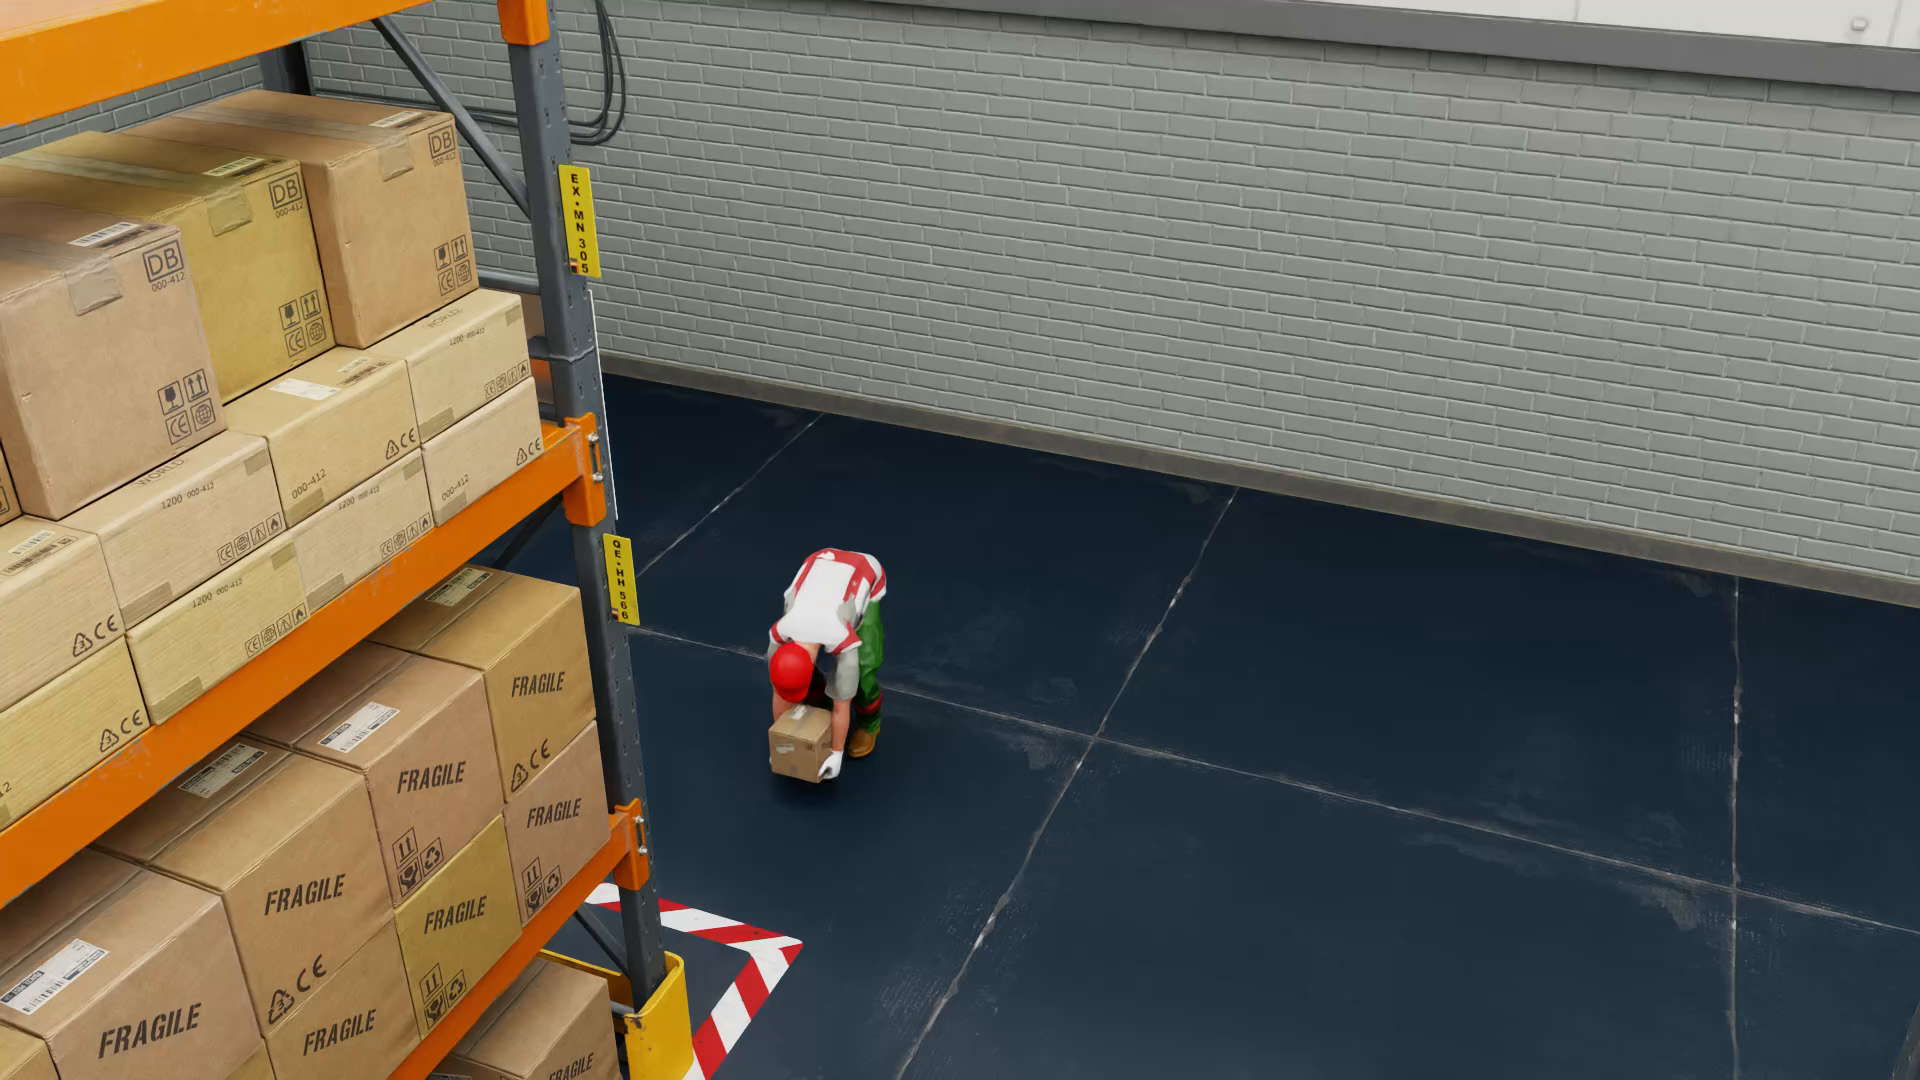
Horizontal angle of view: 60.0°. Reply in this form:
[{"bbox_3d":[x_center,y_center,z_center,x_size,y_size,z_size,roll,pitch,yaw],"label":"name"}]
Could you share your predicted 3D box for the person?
[{"bbox_3d":[-0.661,0.637,8.005,0.522,1.037,0.957,10,31,17],"label":"person"}]
